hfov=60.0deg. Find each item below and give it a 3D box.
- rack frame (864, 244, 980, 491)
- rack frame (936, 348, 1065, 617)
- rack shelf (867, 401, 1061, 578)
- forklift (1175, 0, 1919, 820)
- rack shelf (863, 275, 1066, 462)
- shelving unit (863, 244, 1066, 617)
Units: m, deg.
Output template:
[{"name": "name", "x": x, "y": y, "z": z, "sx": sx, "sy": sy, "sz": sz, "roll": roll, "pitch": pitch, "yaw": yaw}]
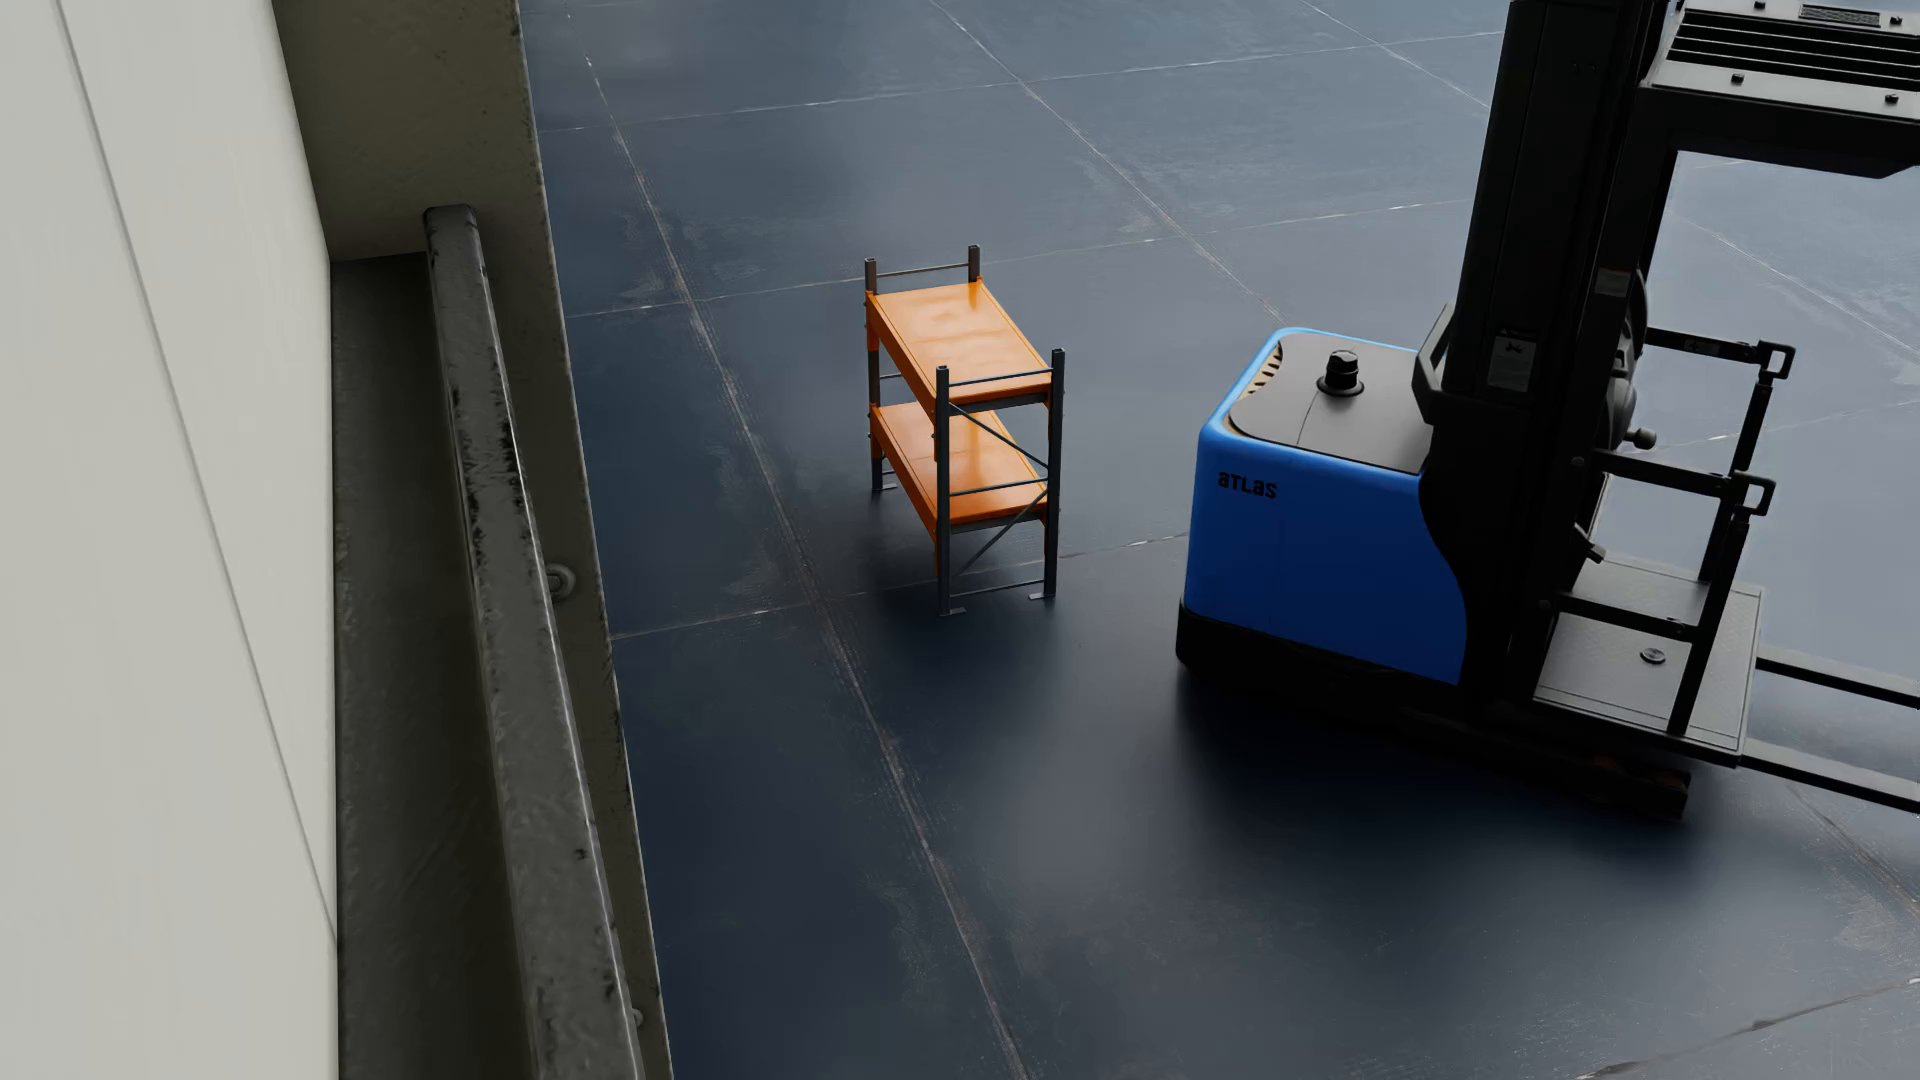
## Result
[{"name": "rack frame", "x": -0.157, "y": -0.740, "z": 7.312, "sx": 0.500, "sy": 1.125, "sz": 0.032, "roll": -10, "pitch": 35, "yaw": -15}, {"name": "rack frame", "x": 0.153, "y": -0.206, "z": 6.504, "sx": 0.500, "sy": 1.125, "sz": 0.032, "roll": -10, "pitch": 35, "yaw": -15}, {"name": "rack shelf", "x": -0.002, "y": -0.269, "z": 7.043, "sx": 0.538, "sy": 0.278, "sz": 1.000, "roll": -10, "pitch": 35, "yaw": -15}, {"name": "forklift", "x": 2.387, "y": -0.592, "z": 5.450, "sx": 3.031, "sy": 2.935, "sz": 1.130, "roll": 15, "pitch": 36, "yaw": 21}, {"name": "rack shelf", "x": -0.002, "y": -0.717, "z": 6.746, "sx": 0.538, "sy": 0.278, "sz": 1.000, "roll": -10, "pitch": 35, "yaw": -15}, {"name": "shelving unit", "x": -0.002, "y": -0.473, "z": 6.908, "sx": 0.538, "sy": 1.125, "sz": 1.048, "roll": -10, "pitch": 35, "yaw": -15}]
